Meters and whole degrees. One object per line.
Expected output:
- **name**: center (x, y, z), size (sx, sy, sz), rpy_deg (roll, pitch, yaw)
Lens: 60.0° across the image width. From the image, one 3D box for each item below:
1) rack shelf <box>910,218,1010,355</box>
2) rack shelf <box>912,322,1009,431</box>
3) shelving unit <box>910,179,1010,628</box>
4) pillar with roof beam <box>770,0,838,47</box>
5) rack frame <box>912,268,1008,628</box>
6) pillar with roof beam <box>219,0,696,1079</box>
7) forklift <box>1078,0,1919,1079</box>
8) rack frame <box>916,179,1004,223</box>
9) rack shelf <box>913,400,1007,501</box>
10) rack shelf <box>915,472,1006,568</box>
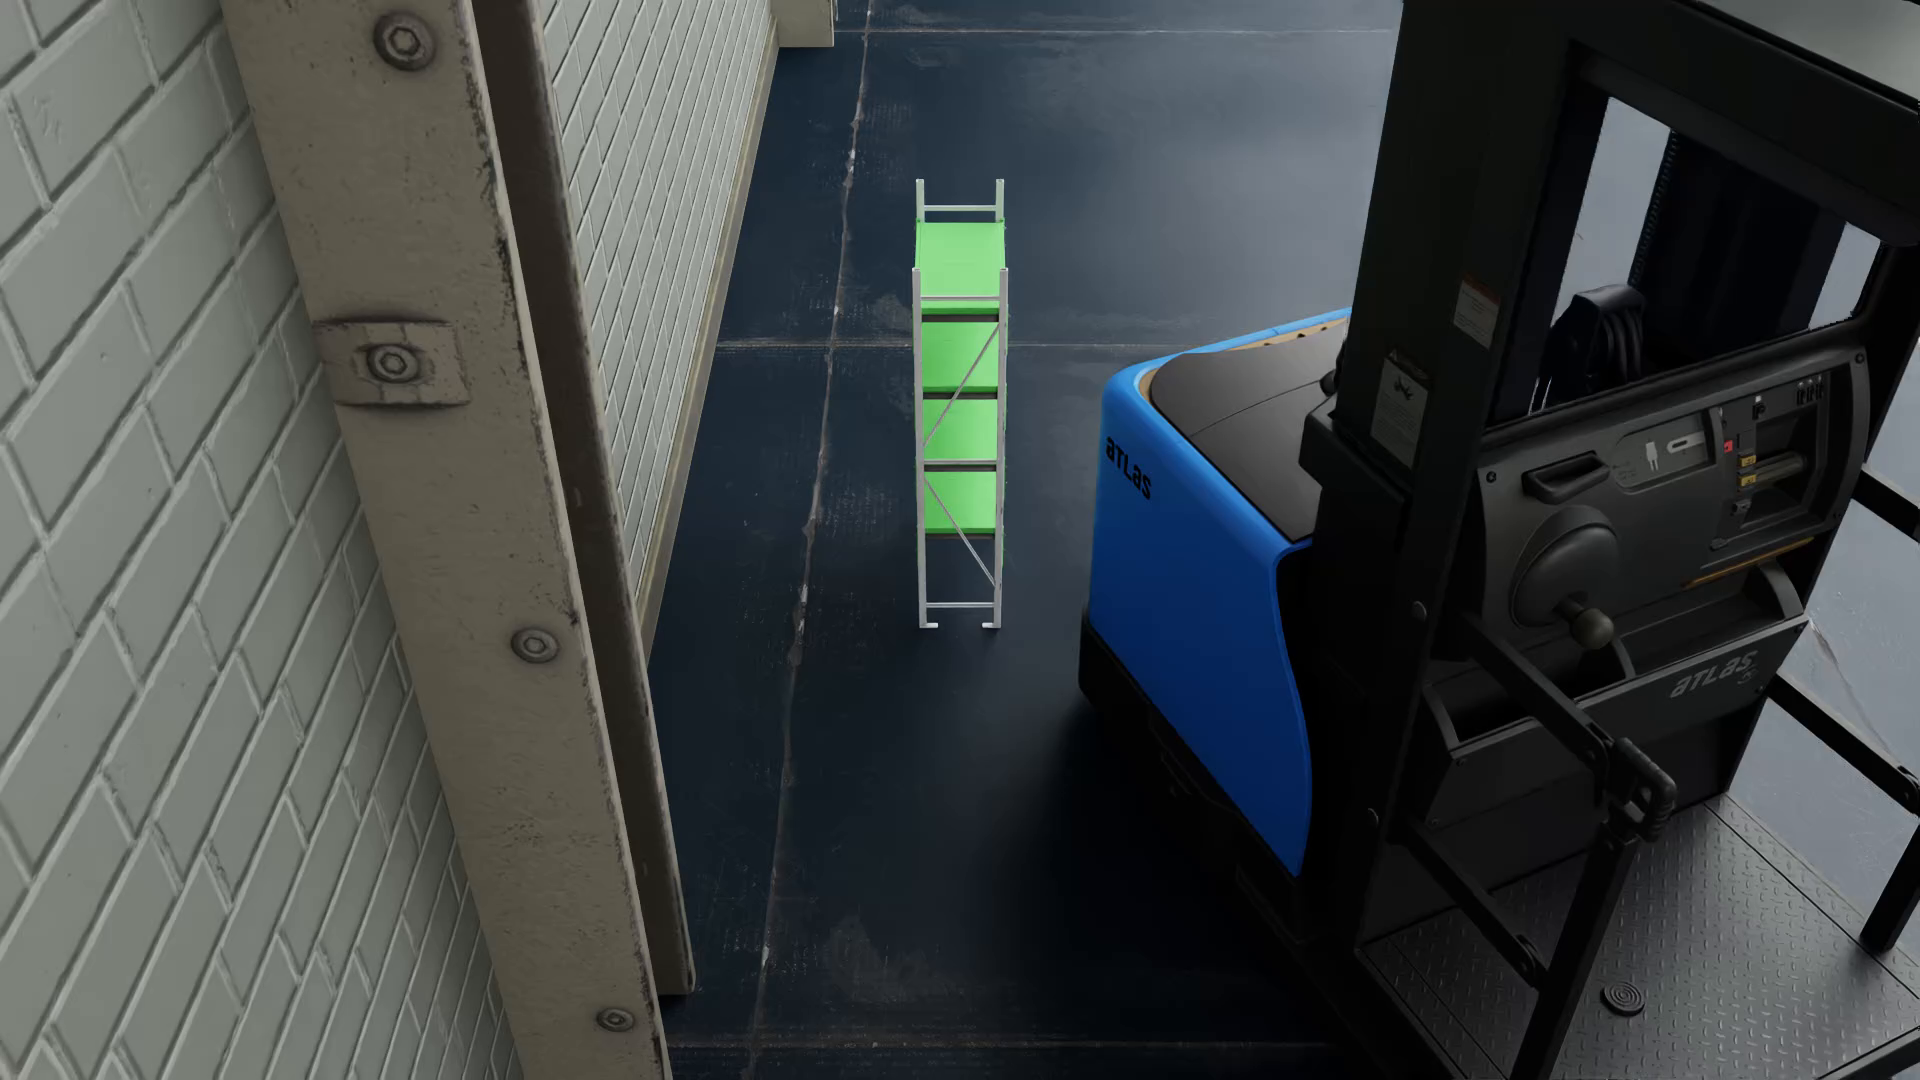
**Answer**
- **rack shelf**: center (0.000, -0.689, 4.485), size (0.258, 0.148, 0.480), rpy_deg (0, 39, 0)
- **rack shelf**: center (0.000, -0.502, 4.635), size (0.258, 0.148, 0.480), rpy_deg (0, 39, 0)
- **shelving unit**: center (0.000, -0.365, 4.746), size (0.258, 1.200, 0.503), rpy_deg (0, 39, 0)
- **pillar with roof beam**: center (3.515, -6.110, 5.678), size (9.100, 9.000, 0.400), rpy_deg (0, 39, 0)
- **rack frame**: center (0.001, -0.212, 4.555), size (0.240, 1.200, 0.015), rpy_deg (0, 39, 0)
- **pillar with roof beam**: center (3.522, -2.358, 0.996), size (9.100, 9.000, 0.400), rpy_deg (0, 39, 0)
- **forklift**: center (1.419, -0.012, 2.922), size (1.130, 2.935, 3.031), rpy_deg (-17, 42, -20)
- **rack frame**: center (0.000, -0.517, 4.936), size (0.240, 1.200, 0.015), rpy_deg (0, 39, 0)
- **rack shelf**: center (0.000, -0.315, 4.786), size (0.258, 0.148, 0.480), rpy_deg (0, 39, 0)
- **rack shelf**: center (0.000, -0.128, 4.936), size (0.258, 0.148, 0.480), rpy_deg (0, 39, 0)
